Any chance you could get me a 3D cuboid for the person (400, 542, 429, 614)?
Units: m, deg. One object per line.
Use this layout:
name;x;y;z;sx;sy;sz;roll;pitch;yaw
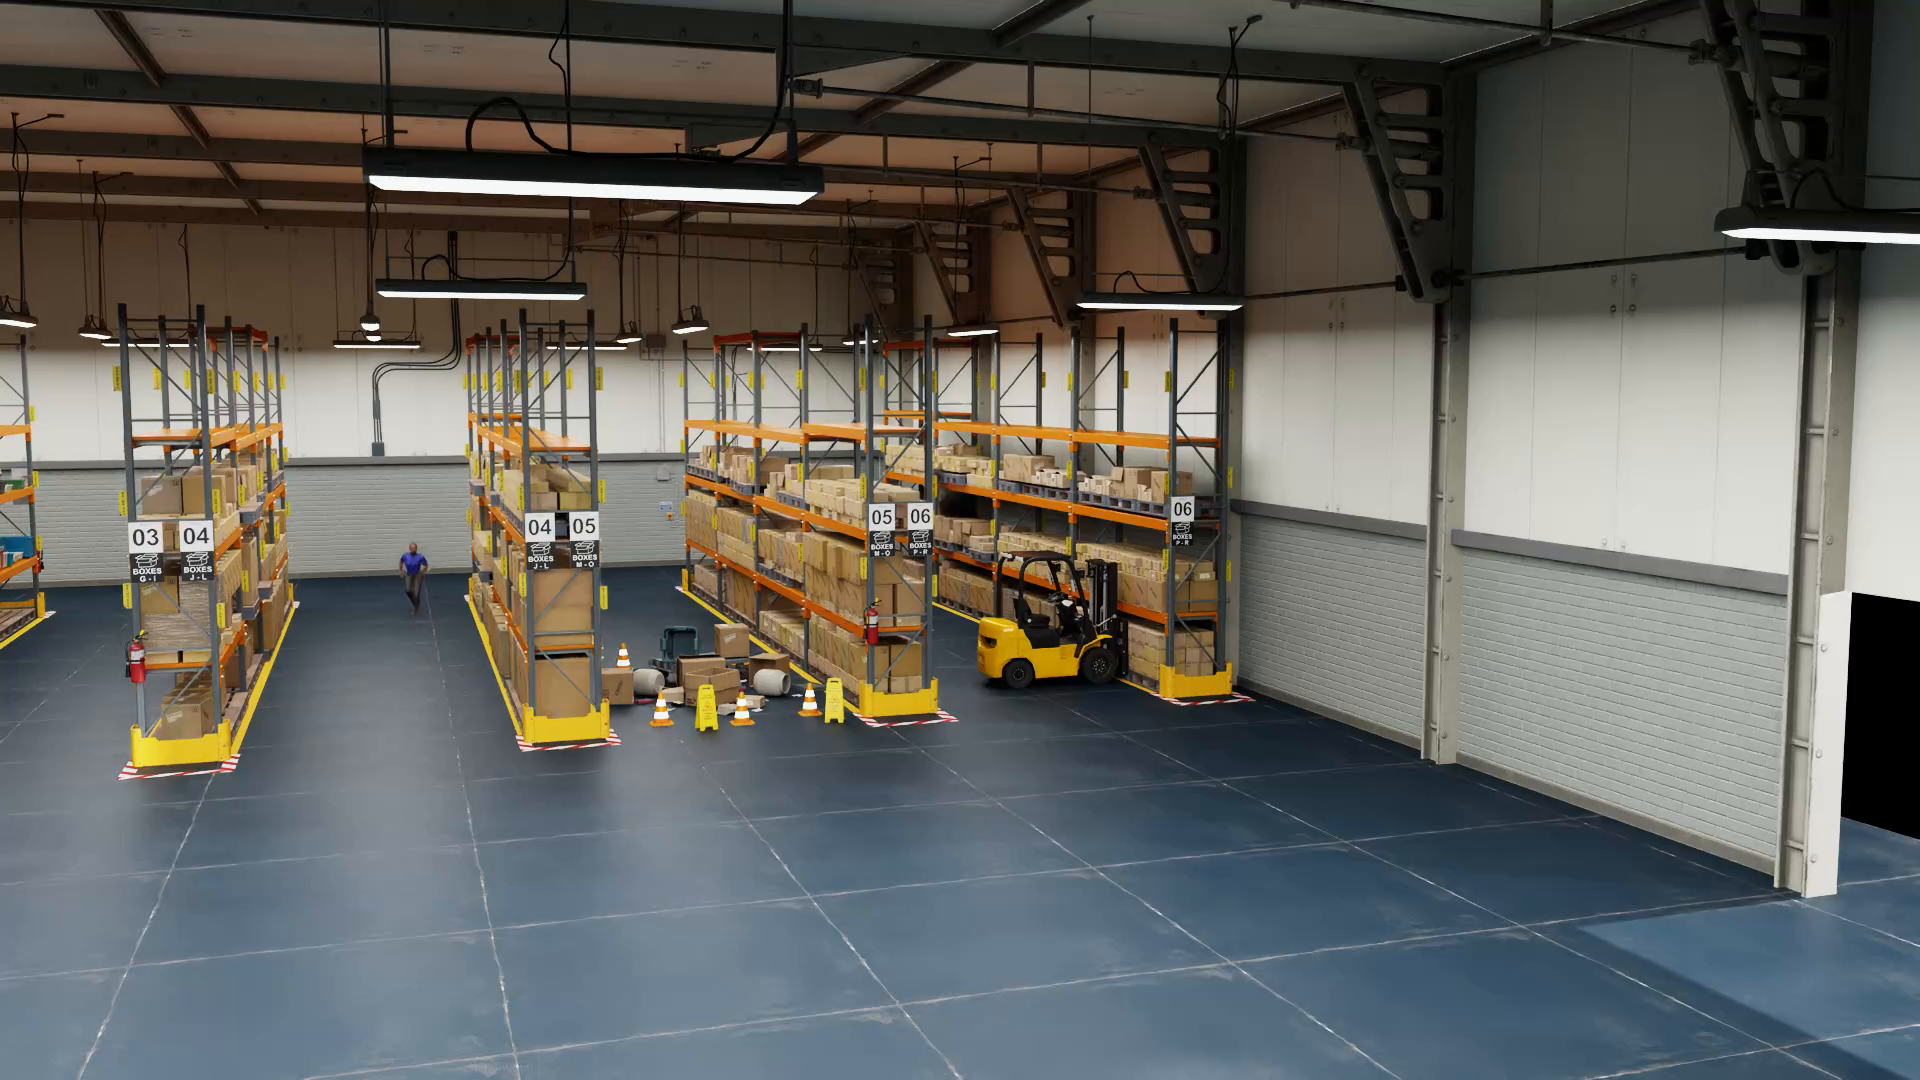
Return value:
person;-11.800;0.822;35.969;0.621;1.579;0.663;-1;6;-10
